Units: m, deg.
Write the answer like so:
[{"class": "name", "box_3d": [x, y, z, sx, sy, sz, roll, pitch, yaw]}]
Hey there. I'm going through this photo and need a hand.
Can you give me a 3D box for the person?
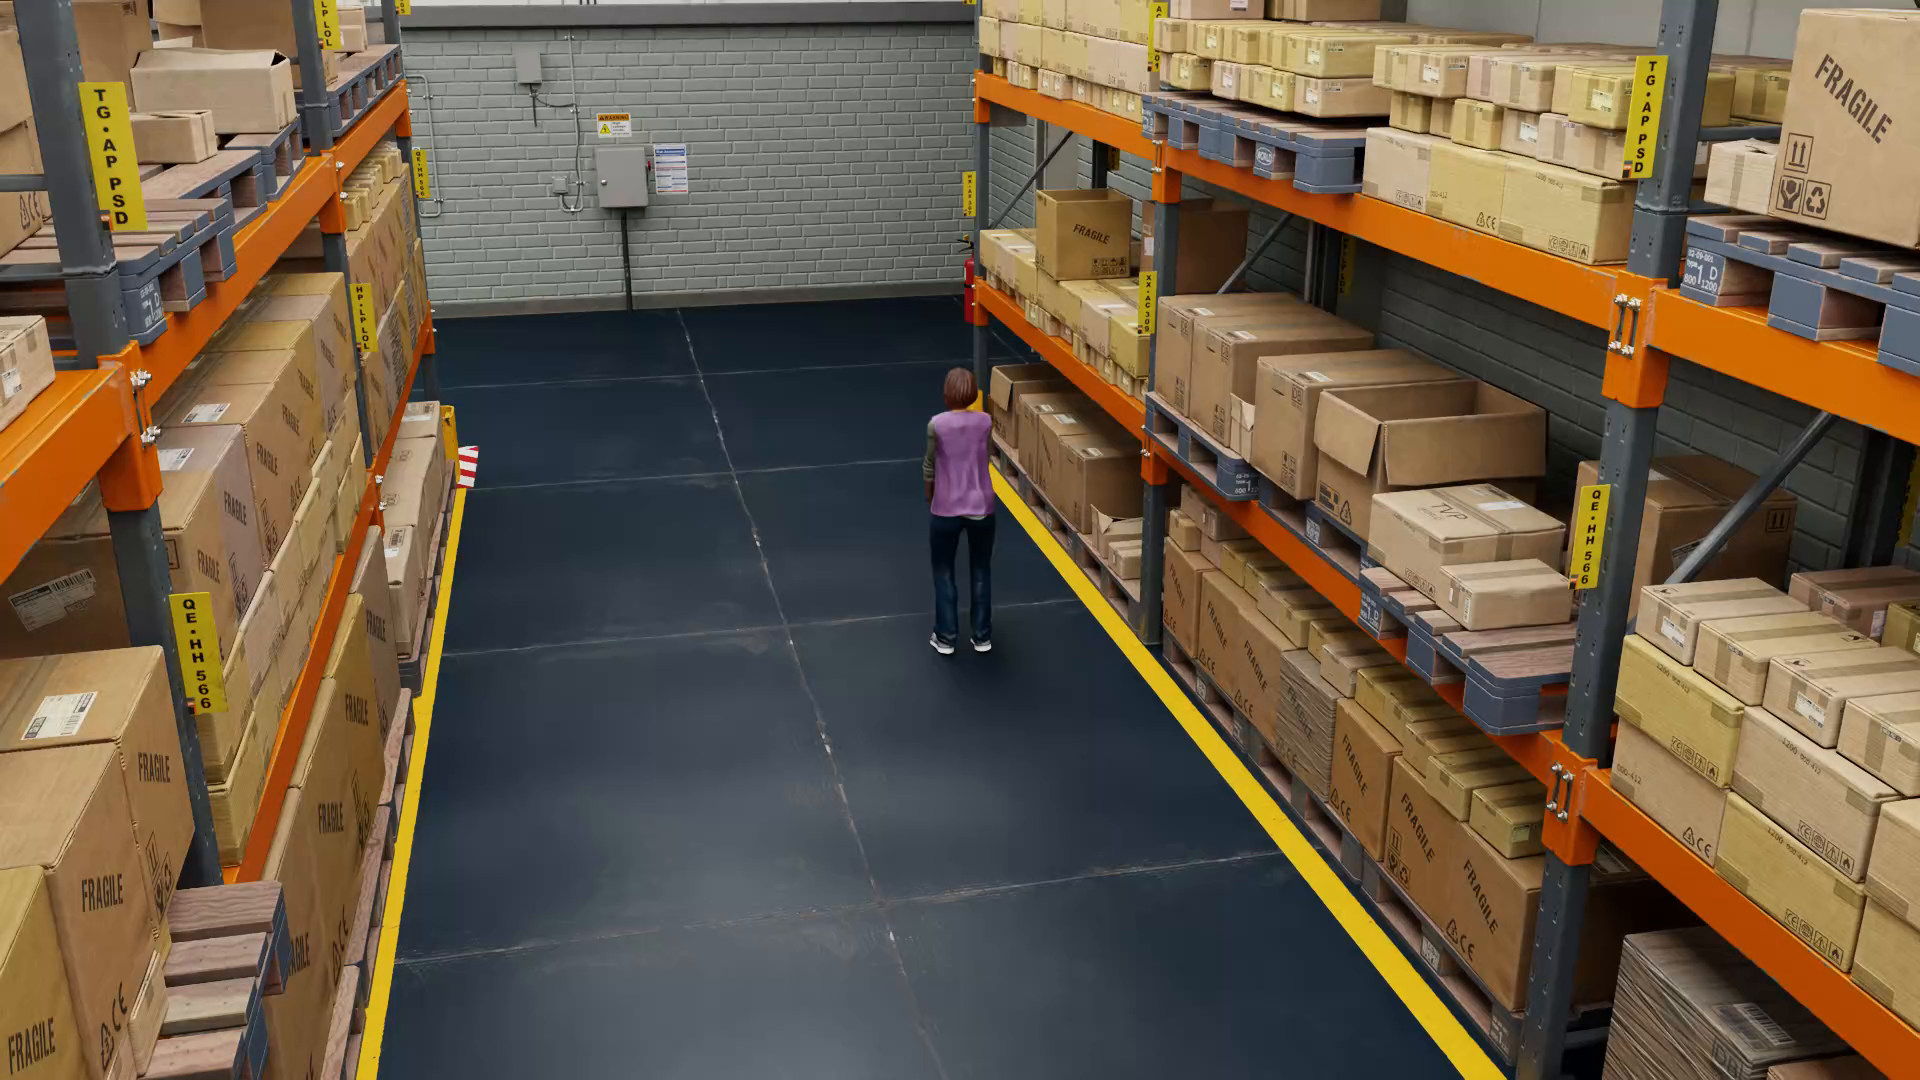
[{"class": "person", "box_3d": [-0.006, -0.172, 9.073, 0.375, 1.596, 0.508, -4, 20, -11]}]
